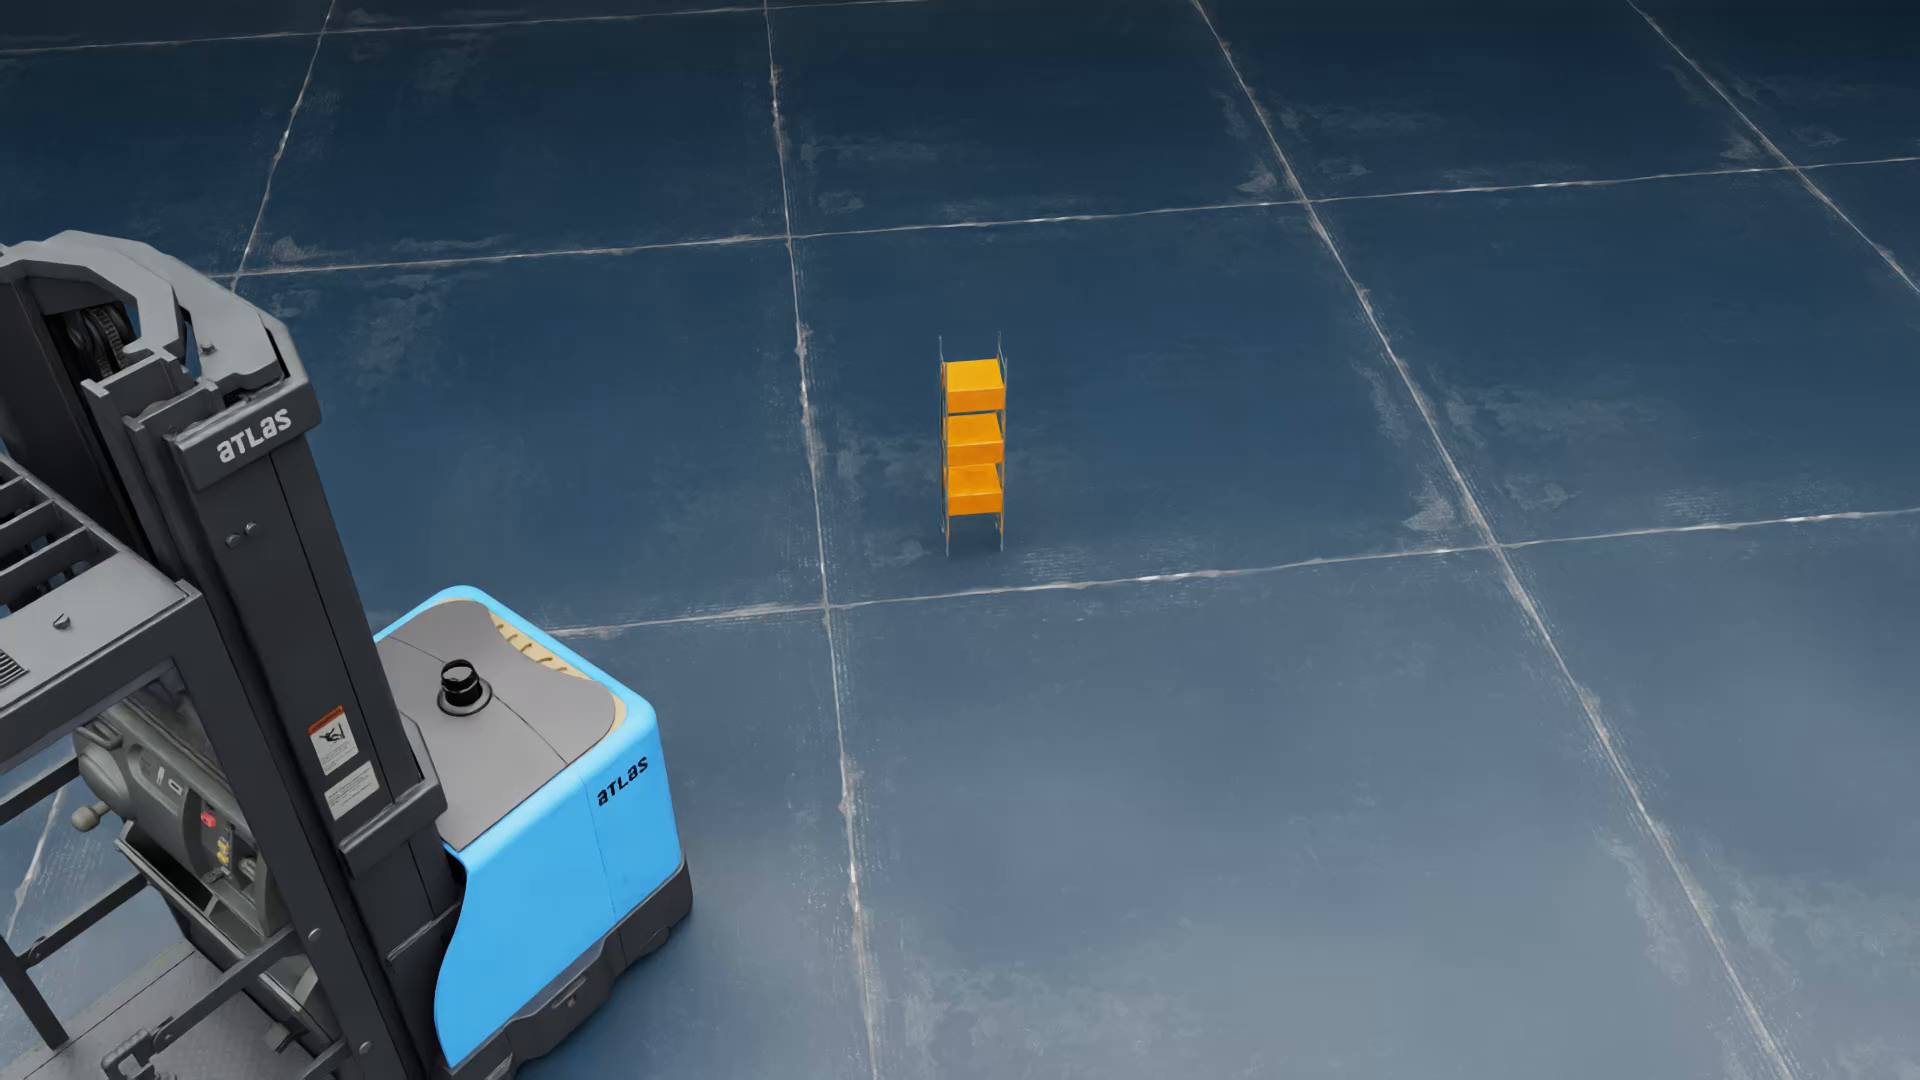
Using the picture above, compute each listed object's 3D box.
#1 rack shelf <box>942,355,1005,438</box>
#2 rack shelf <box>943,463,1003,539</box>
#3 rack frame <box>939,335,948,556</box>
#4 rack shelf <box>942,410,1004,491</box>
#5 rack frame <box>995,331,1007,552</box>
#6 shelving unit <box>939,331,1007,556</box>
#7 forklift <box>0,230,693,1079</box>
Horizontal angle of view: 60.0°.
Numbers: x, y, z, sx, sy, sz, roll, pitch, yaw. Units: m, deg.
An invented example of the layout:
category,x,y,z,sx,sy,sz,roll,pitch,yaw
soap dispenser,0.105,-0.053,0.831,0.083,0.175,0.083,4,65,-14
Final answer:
category,x,y,z,sx,sy,sz,roll,pitch,yaw
rack shelf,0.053,-0.597,6.936,0.240,0.259,0.215,-5,42,-6
rack shelf,0.053,-0.180,7.312,0.240,0.259,0.215,-5,42,-6
rack frame,-0.068,-0.384,7.107,0.008,1.050,0.200,-5,42,-6
rack shelf,0.053,-0.387,7.126,0.240,0.259,0.215,-5,42,-6
rack frame,0.174,-0.405,7.130,0.008,1.050,0.200,-5,42,-6
shelving unit,0.053,-0.394,7.119,0.252,1.050,0.215,-5,42,-6
forklift,-2.264,0.812,4.376,1.130,2.935,3.031,28,49,28
